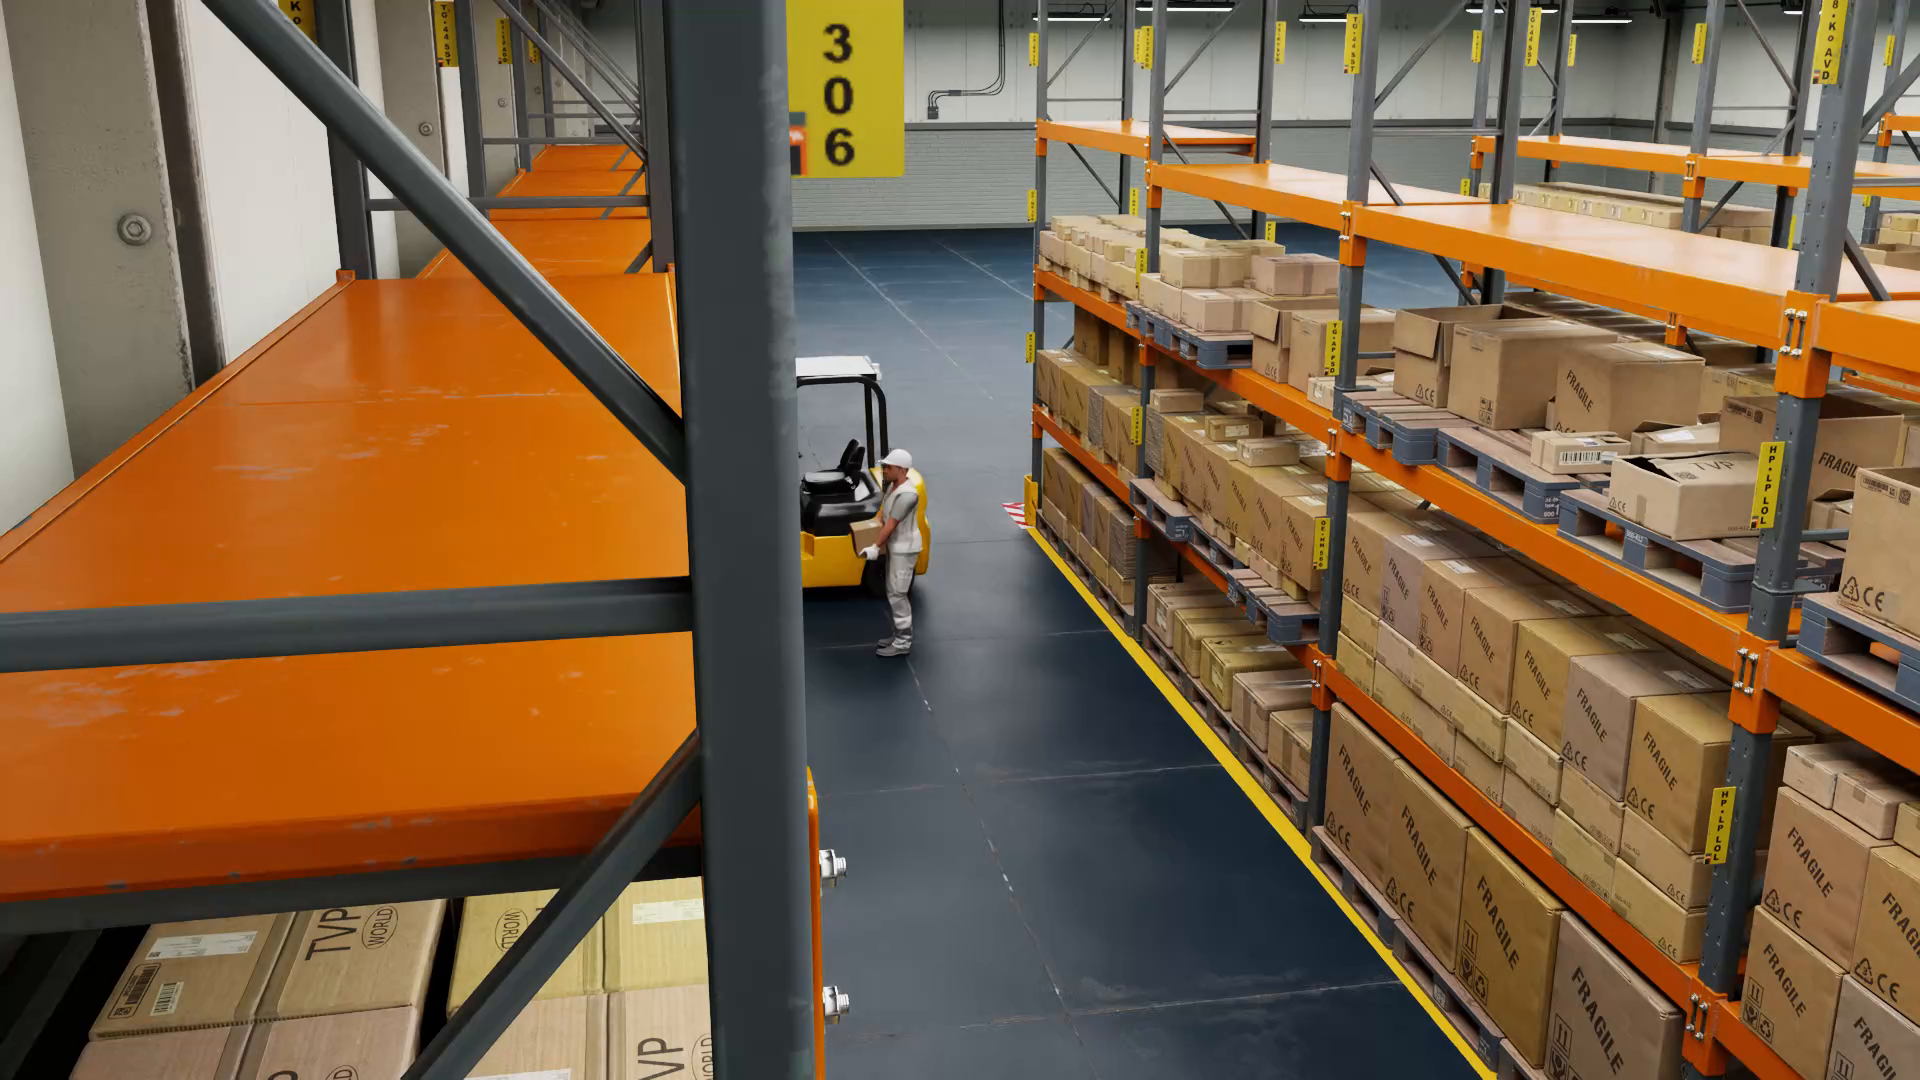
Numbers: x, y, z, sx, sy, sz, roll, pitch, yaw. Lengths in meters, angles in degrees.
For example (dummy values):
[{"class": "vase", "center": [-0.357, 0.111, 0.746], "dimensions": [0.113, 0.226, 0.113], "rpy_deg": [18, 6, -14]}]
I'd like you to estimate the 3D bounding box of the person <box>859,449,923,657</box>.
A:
[{"class": "person", "center": [-0.599, 0.106, 14.129], "dimensions": [0.556, 1.786, 0.495], "rpy_deg": [-3, 17, -11]}]
